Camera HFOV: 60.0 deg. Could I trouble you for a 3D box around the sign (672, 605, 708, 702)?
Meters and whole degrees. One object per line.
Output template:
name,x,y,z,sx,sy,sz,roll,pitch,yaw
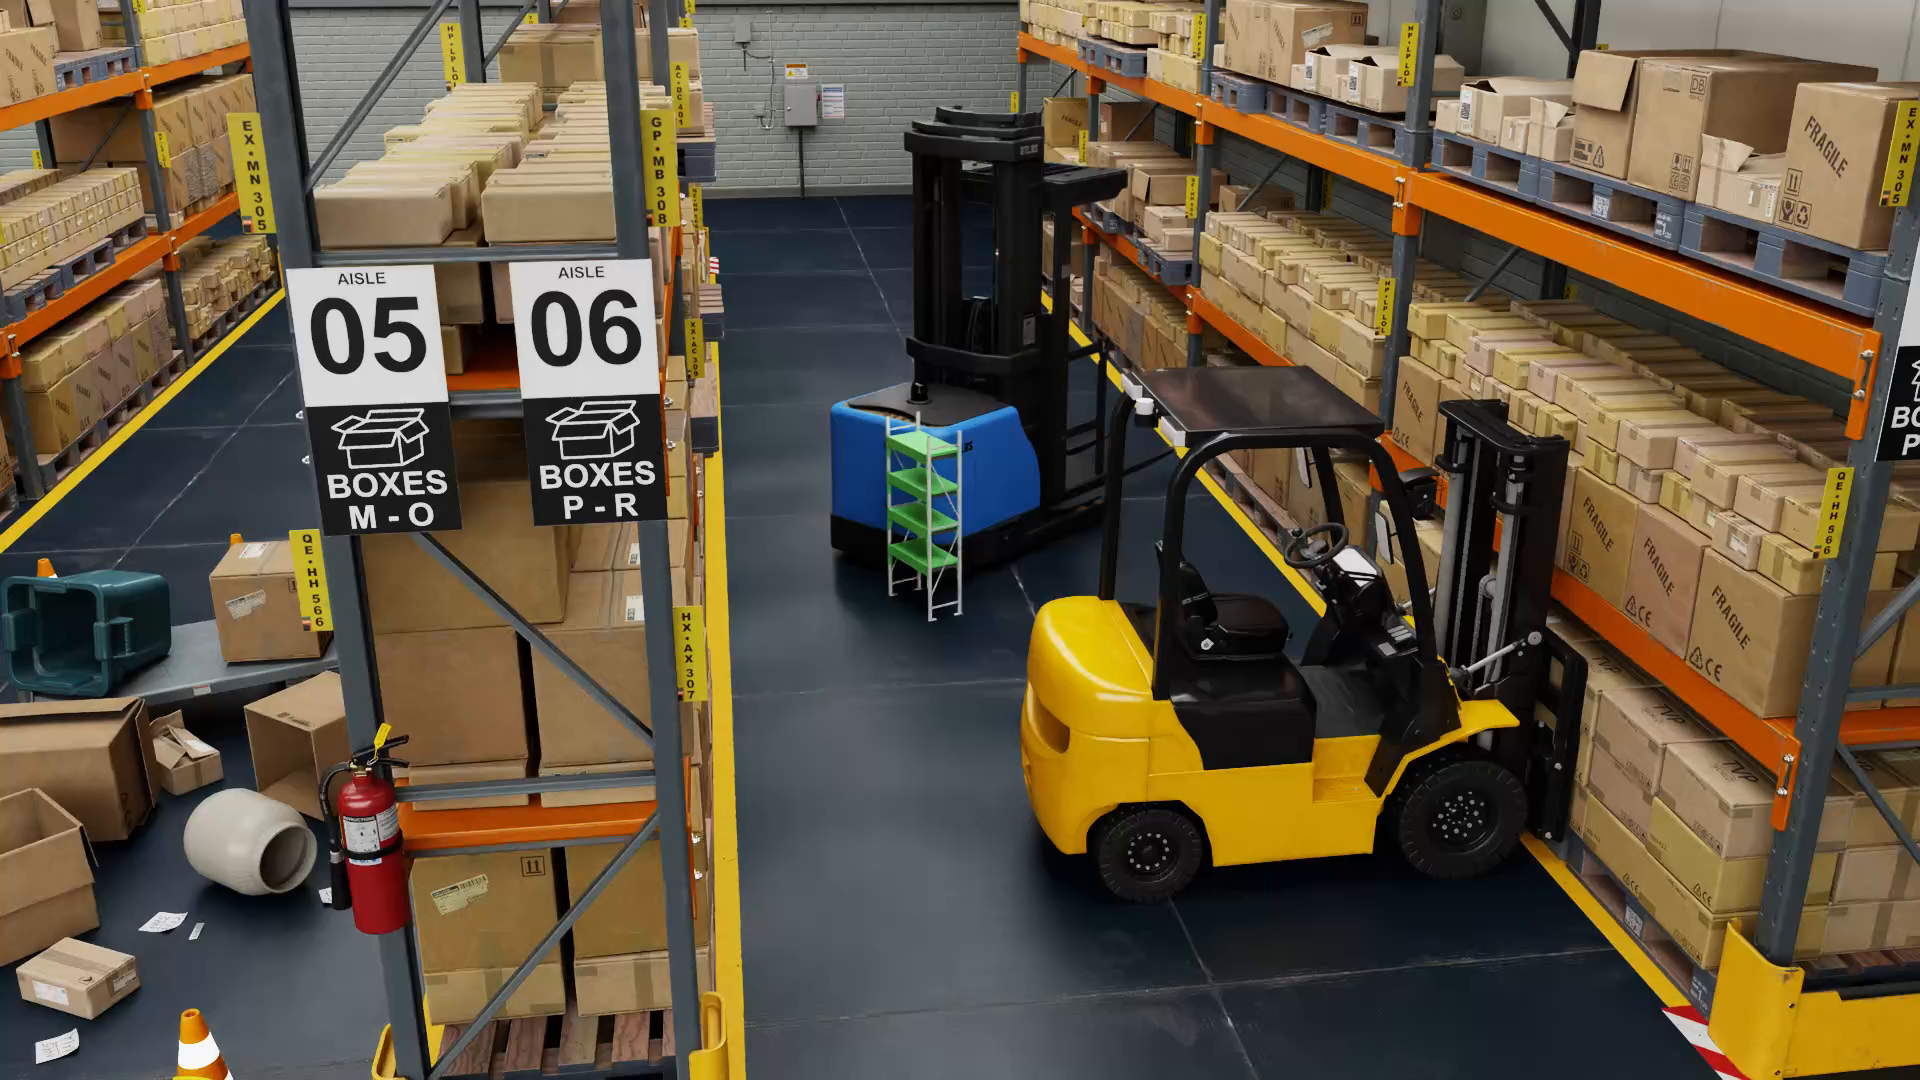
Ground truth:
sign,-0.852,0.359,5.230,0.100,0.325,0.005,-3,21,-8

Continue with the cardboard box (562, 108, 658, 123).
cardboard box,-1.450,-1.709,6.938,0.380,0.149,0.250,-3,21,-7

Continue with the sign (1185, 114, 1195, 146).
sign,2.342,-4.186,16.982,0.100,0.325,0.005,-3,21,-8

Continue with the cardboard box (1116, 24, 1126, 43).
cardboard box,1.620,-4.580,15.020,0.380,0.149,0.250,-2,21,-6

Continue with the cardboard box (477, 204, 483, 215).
cardboard box,-1.787,-1.021,5.664,0.500,0.250,0.500,-3,21,-8

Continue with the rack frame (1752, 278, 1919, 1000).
rack frame,3.523,0.540,5.982,1.000,3.000,0.127,-3,21,-8

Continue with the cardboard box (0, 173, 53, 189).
cardboard box,-8.354,-3.180,14.852,0.380,0.149,0.250,-2,21,-6

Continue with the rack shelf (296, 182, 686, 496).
rack shelf,-1.677,-0.969,6.763,1.077,0.370,4.000,-3,21,-8

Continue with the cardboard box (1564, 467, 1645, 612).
cardboard box,3.052,-0.021,7.342,0.500,0.500,0.500,-3,21,-9

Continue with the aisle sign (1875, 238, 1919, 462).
aisle sign,3.242,-0.640,5.427,0.394,0.787,0.004,-3,21,-8

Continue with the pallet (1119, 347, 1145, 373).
pallet,2.127,-1.605,15.712,1.003,0.211,1.213,-3,21,-8

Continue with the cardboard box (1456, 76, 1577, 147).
cardboard box,2.825,-2.151,8.286,0.500,0.311,0.500,-2,21,-7

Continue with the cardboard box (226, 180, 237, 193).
cardboard box,-8.134,-3.893,18.210,0.380,0.149,0.250,-4,21,-10

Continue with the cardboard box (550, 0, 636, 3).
cardboard box,-2.872,-3.960,13.001,0.700,0.500,0.500,-4,21,-10

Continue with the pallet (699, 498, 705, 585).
pallet,-2.258,0.021,11.359,1.003,0.211,1.213,-3,21,-8

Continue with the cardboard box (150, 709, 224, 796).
cardboard box,-3.972,1.078,8.450,0.396,0.266,0.258,17,27,39

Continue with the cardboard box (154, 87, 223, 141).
cardboard box,-8.030,-4.434,17.303,0.500,0.500,0.500,-4,21,-10

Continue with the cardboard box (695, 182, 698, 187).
cardboard box,-2.927,-3.585,16.885,0.500,0.500,0.500,-2,21,-6

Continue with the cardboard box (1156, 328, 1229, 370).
cardboard box,2.034,-1.564,14.590,0.500,0.500,0.500,-3,21,-9

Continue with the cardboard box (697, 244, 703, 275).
cardboard box,-2.950,-2.353,16.167,0.875,0.875,0.875,-2,21,-6

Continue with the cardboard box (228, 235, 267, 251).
cardboard box,-8.252,-3.432,19.243,0.380,0.149,0.250,-3,21,-7

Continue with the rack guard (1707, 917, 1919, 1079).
rack guard,3.526,1.720,6.397,1.175,0.500,0.348,-3,21,-8

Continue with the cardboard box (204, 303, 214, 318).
cardboard box,-7.948,-2.342,17.175,0.380,0.149,0.250,-3,21,-9

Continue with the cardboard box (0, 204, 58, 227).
cardboard box,-7.451,-2.584,13.256,0.380,0.149,0.250,-2,21,-5

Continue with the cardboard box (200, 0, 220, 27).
cardboard box,-8.114,-5.531,17.450,0.500,0.250,0.500,-3,21,-7

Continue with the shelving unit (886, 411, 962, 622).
shelving unit,-0.226,-0.150,10.403,0.258,1.200,0.503,-13,24,-30

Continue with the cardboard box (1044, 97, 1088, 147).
cardboard box,1.232,-4.730,18.810,0.500,0.500,0.500,-2,21,-6

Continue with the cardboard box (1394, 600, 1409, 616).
cardboard box,2.688,0.431,9.604,0.500,0.250,0.500,-3,21,-7

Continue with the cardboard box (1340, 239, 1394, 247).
cardboard box,2.926,-2.042,11.826,0.380,0.149,0.250,-3,21,-9

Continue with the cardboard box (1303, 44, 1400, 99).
cardboard box,2.490,-2.956,10.439,0.500,0.311,0.500,-4,21,-10

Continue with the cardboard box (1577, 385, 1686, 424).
cardboard box,3.036,-0.594,7.524,0.380,0.149,0.250,-3,21,-7

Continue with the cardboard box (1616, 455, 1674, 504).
cardboard box,3.043,-0.273,7.089,0.380,0.149,0.250,-4,21,-10

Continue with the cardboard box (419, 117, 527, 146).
cardboard box,-1.937,-1.594,6.630,0.380,0.149,0.250,-3,21,-7

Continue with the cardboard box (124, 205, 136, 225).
cardboard box,-7.711,-2.940,15.058,0.380,0.149,0.250,-3,21,-7

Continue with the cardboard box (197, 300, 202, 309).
cardboard box,-7.934,-2.386,16.866,0.380,0.149,0.250,-3,21,-8

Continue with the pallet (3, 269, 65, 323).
pallet,-7.634,-1.845,12.642,1.213,0.211,1.003,-3,21,-8

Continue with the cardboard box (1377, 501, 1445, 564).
cardboard box,2.705,-0.038,9.432,0.500,0.250,0.500,-3,21,-9

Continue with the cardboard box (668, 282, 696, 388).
cardboard box,-1.749,-1.153,9.347,0.500,0.500,0.500,-2,21,-6

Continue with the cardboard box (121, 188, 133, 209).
cardboard box,-7.710,-3.077,15.002,0.380,0.149,0.250,-3,21,-7

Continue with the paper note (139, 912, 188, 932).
paper note,-3.469,1.660,7.245,0.148,0.019,0.142,4,21,11

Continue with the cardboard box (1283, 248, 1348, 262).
cardboard box,2.454,-1.923,11.509,0.380,0.149,0.250,-3,21,-8

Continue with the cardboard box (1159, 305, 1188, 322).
cardboard box,1.990,-1.997,14.822,0.380,0.149,0.250,-2,21,-6

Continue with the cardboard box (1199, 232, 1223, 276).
cardboard box,2.167,-2.226,12.889,0.500,0.250,0.500,-3,21,-8

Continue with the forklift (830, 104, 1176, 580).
forklift,0.454,-1.554,11.687,1.130,2.935,3.031,17,26,37

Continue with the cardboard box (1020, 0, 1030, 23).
cardboard box,1.010,-6.306,19.815,0.500,0.250,0.500,-3,21,-8

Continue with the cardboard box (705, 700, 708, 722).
cardboard box,-1.465,0.691,7.836,0.500,0.500,0.500,-2,21,-5

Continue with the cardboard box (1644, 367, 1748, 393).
cardboard box,3.449,-0.705,7.821,0.380,0.149,0.250,-2,21,-6

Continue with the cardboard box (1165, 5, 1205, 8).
cardboard box,2.096,-4.830,15.264,0.380,0.149,0.250,-4,21,-9

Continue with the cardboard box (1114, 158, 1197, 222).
cardboard box,1.829,-3.228,15.329,0.700,0.500,0.500,-3,21,-8

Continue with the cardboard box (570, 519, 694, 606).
cardboard box,-1.260,0.249,6.195,0.500,0.500,0.500,-2,21,-6

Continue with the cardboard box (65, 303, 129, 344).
cardboard box,-7.493,-1.849,14.280,0.500,0.250,0.500,-4,21,-10

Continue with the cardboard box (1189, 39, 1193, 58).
cardboard box,2.062,-3.952,13.369,0.380,0.149,0.250,-3,21,-9

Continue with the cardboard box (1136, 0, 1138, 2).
cardboard box,2.003,-5.509,16.965,0.500,0.250,0.500,-3,21,-8

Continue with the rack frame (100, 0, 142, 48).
rack frame,-8.002,-5.888,14.621,1.000,3.000,0.127,-3,21,-8

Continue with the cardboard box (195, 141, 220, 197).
cardboard box,-7.940,-3.796,17.023,0.500,0.500,0.500,-3,21,-9
